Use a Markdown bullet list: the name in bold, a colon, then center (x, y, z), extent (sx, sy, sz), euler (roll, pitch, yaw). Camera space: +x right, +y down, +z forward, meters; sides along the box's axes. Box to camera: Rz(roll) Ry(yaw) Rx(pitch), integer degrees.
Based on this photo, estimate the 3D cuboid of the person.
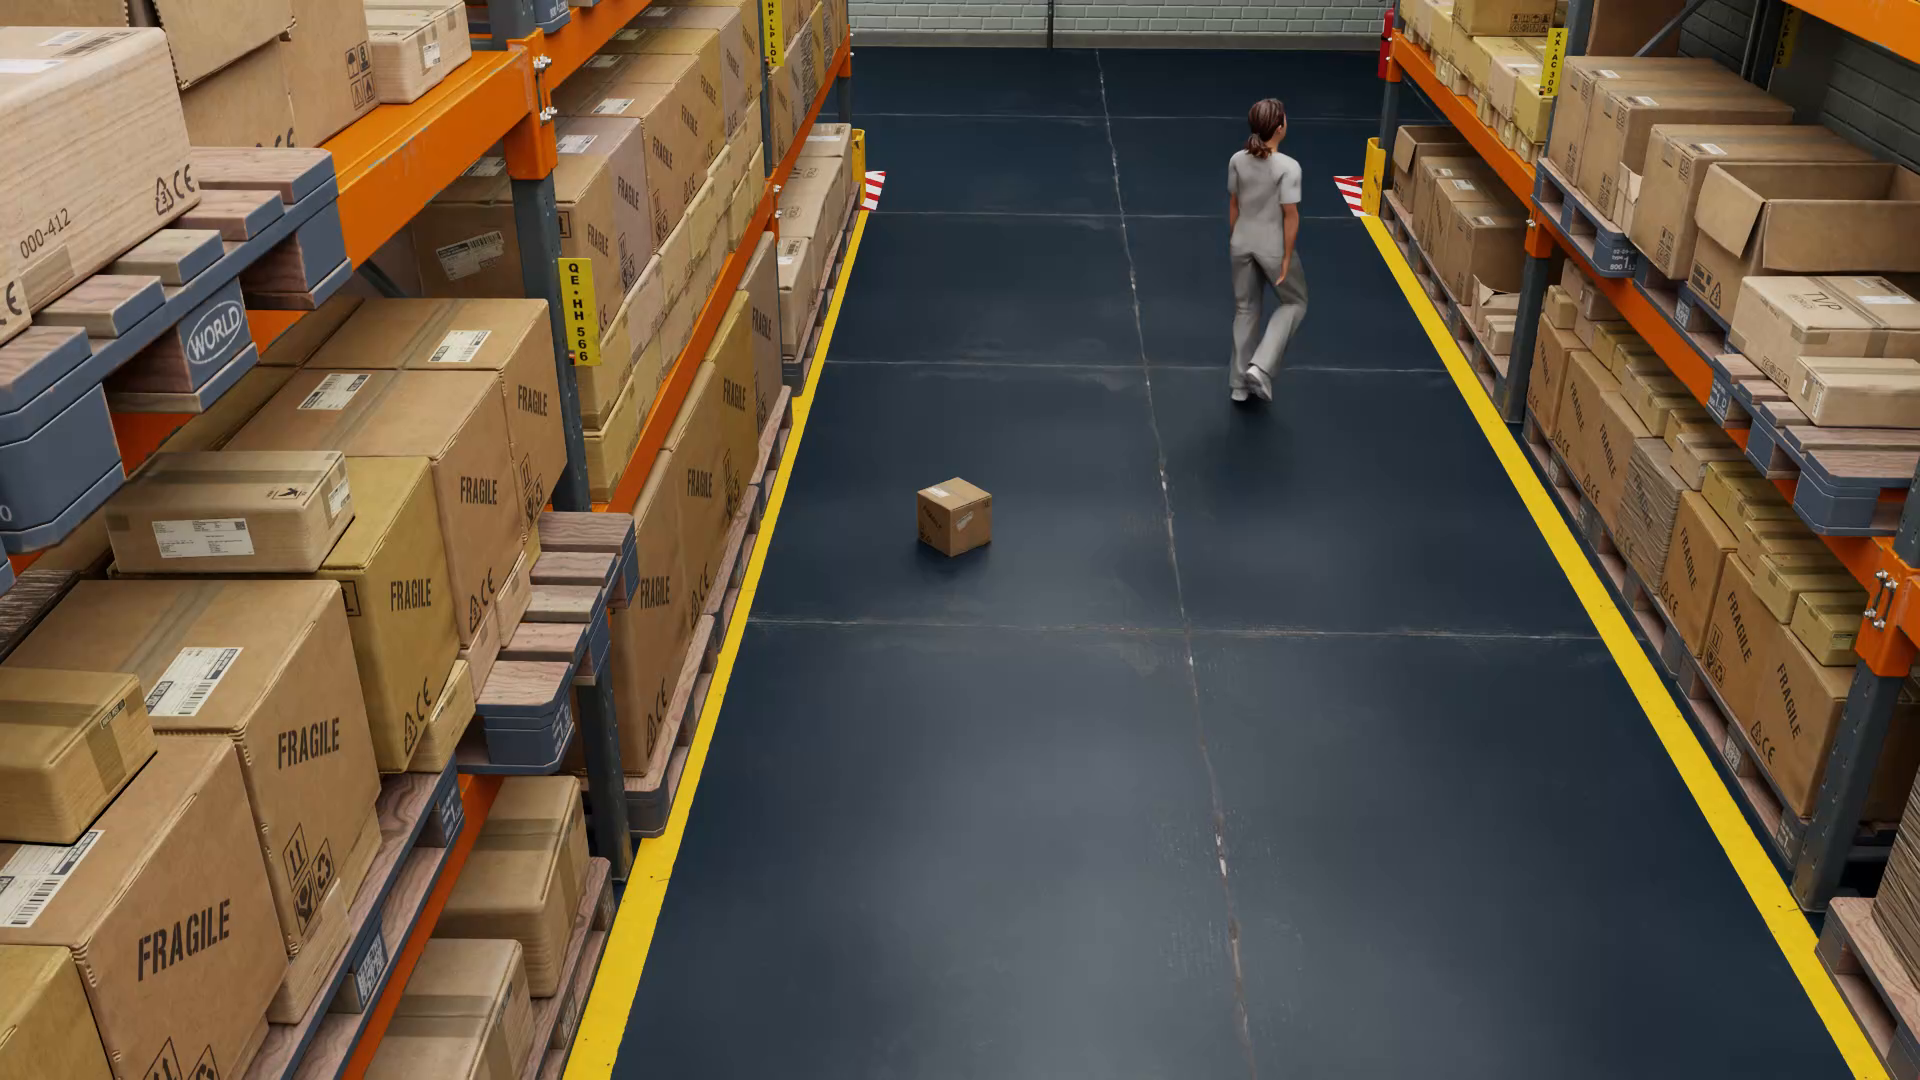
- **person**: center (1.648, -1.556, 9.000), extent (0.444, 1.677, 0.447), euler (19, 33, 31)
